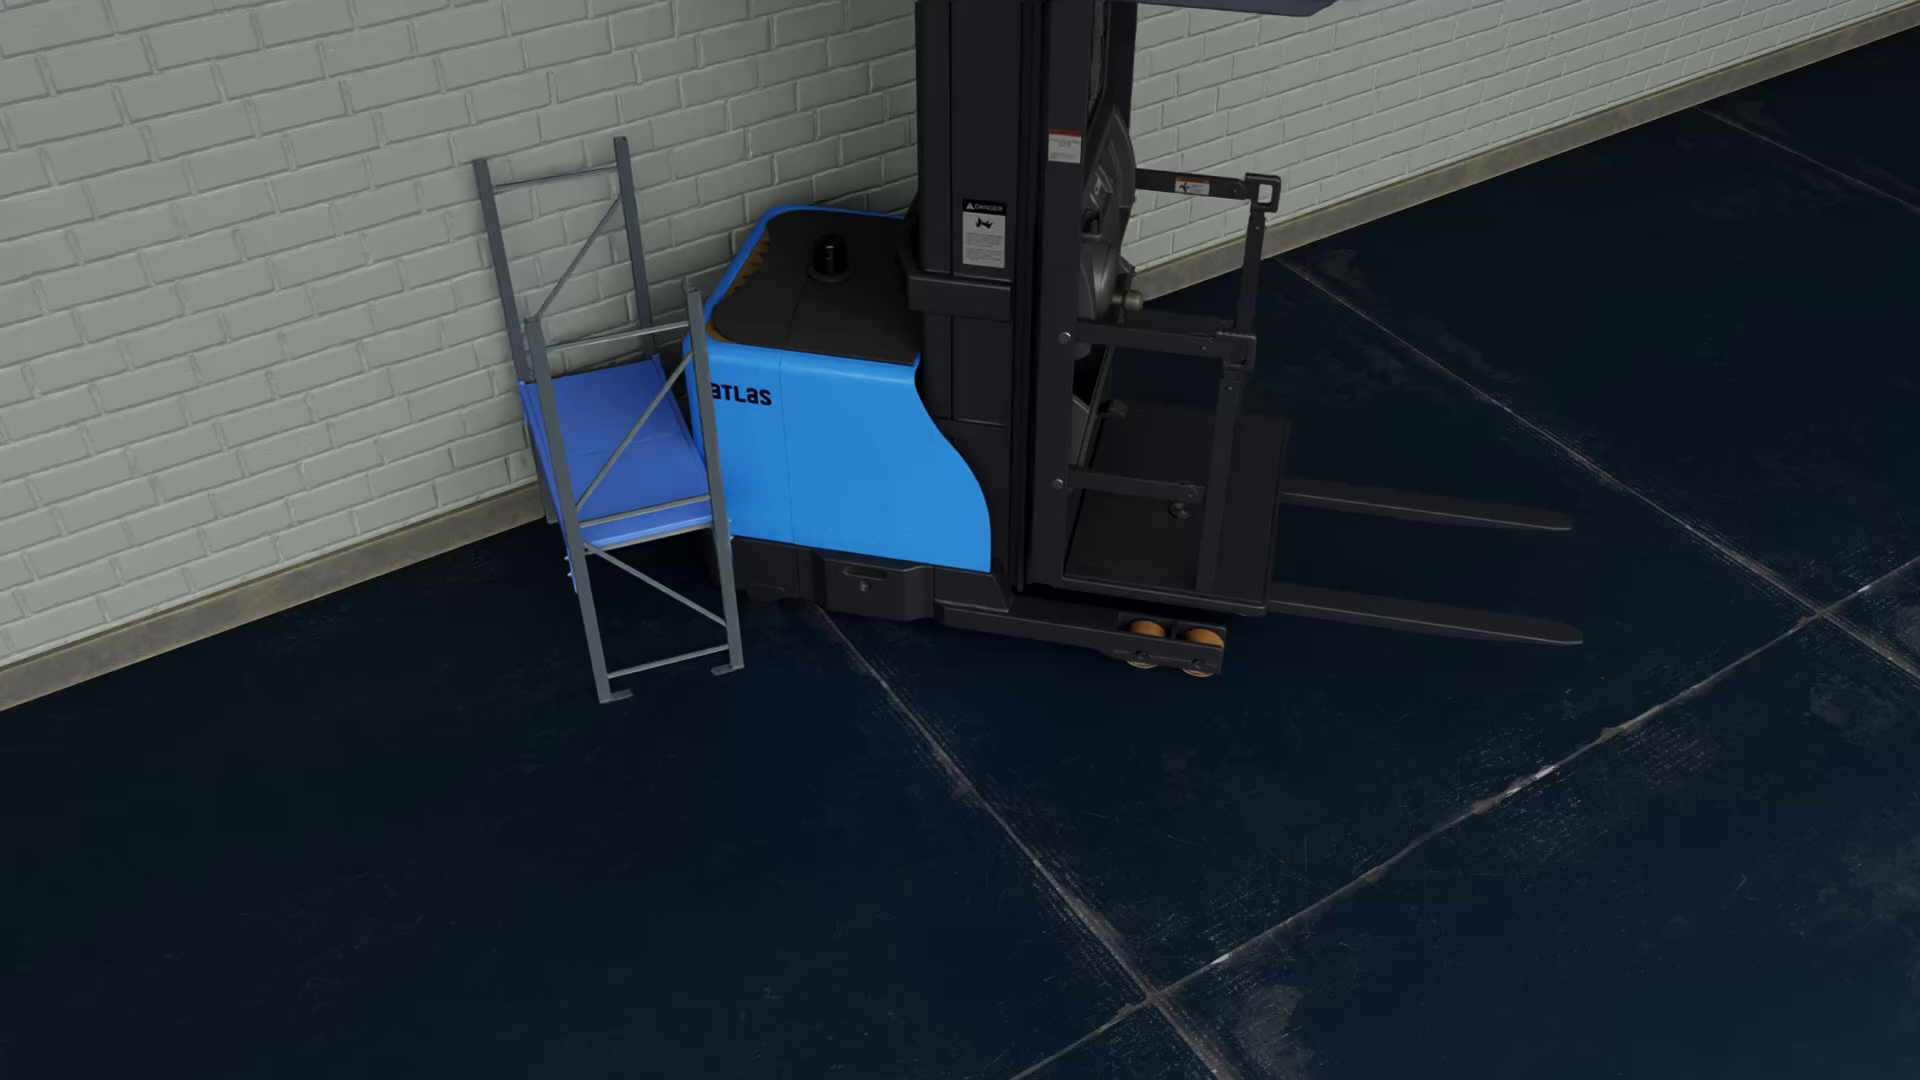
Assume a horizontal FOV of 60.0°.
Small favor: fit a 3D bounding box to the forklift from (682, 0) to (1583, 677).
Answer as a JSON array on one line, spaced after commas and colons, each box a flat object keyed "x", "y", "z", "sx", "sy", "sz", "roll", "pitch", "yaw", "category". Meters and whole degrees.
[{"x": 0.654, "y": -1.033, "z": 5.200, "sx": 3.031, "sy": 2.935, "sz": 1.130, "roll": 8, "pitch": 40, "yaw": 10, "category": "forklift"}]

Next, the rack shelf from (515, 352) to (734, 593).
[{"x": -1.160, "y": -0.256, "z": 5.667, "sx": 0.538, "sy": 0.185, "sz": 1.000, "roll": -13, "pitch": 42, "yaw": -16, "category": "rack shelf"}]

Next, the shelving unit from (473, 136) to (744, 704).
[{"x": -1.160, "y": -0.394, "z": 5.552, "sx": 0.538, "sy": 1.500, "sz": 1.048, "roll": -13, "pitch": 42, "yaw": -16, "category": "shelving unit"}]

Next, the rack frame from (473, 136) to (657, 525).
[{"x": -1.338, "y": -0.699, "z": 5.918, "sx": 0.500, "sy": 1.500, "sz": 0.032, "roll": -13, "pitch": 42, "yaw": -16, "category": "rack frame"}]

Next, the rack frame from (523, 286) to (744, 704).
[{"x": -0.982, "y": -0.090, "z": 5.186, "sx": 0.500, "sy": 1.500, "sz": 0.032, "roll": -13, "pitch": 42, "yaw": -16, "category": "rack frame"}]
